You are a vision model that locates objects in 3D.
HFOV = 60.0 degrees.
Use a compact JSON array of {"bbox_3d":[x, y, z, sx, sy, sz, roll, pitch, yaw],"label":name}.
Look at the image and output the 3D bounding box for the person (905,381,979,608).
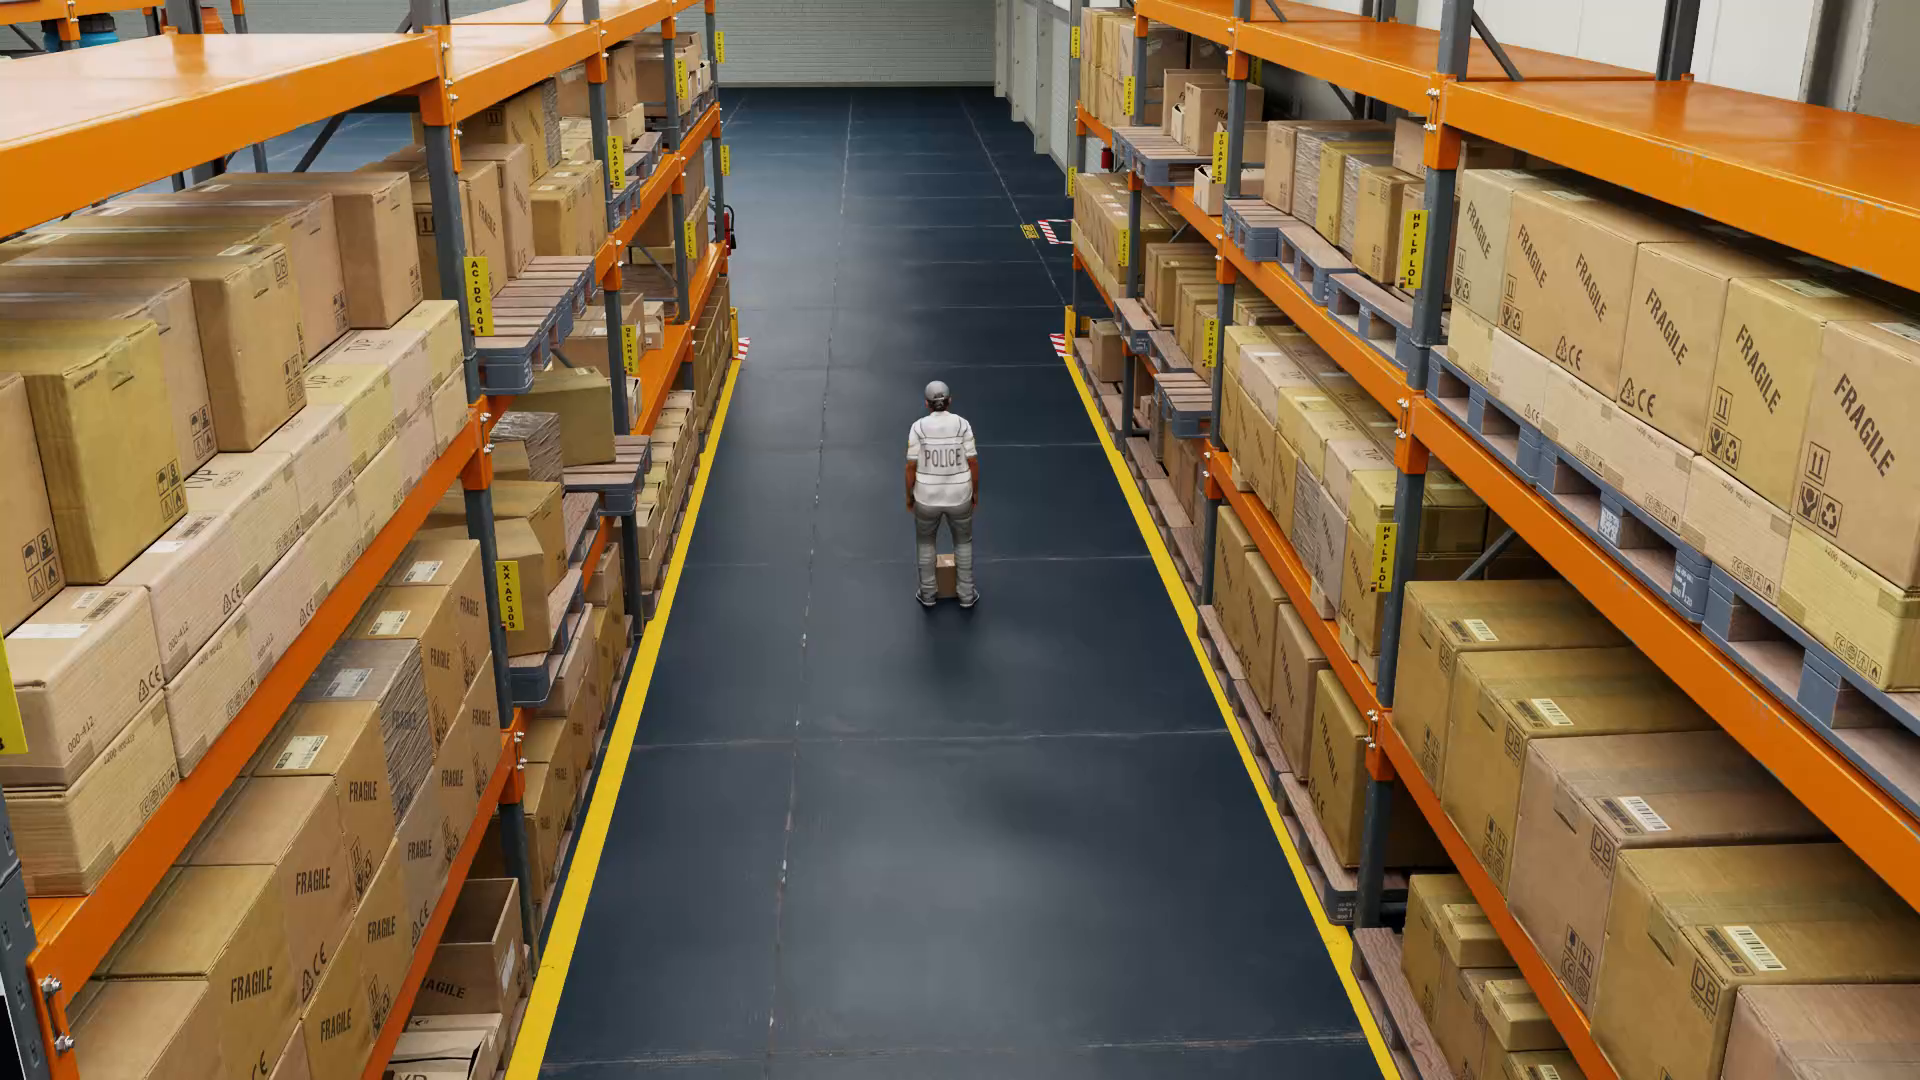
[{"bbox_3d":[-0.123,-0.314,11.909,0.543,1.665,0.466,-2,21,-5],"label":"person"}]
